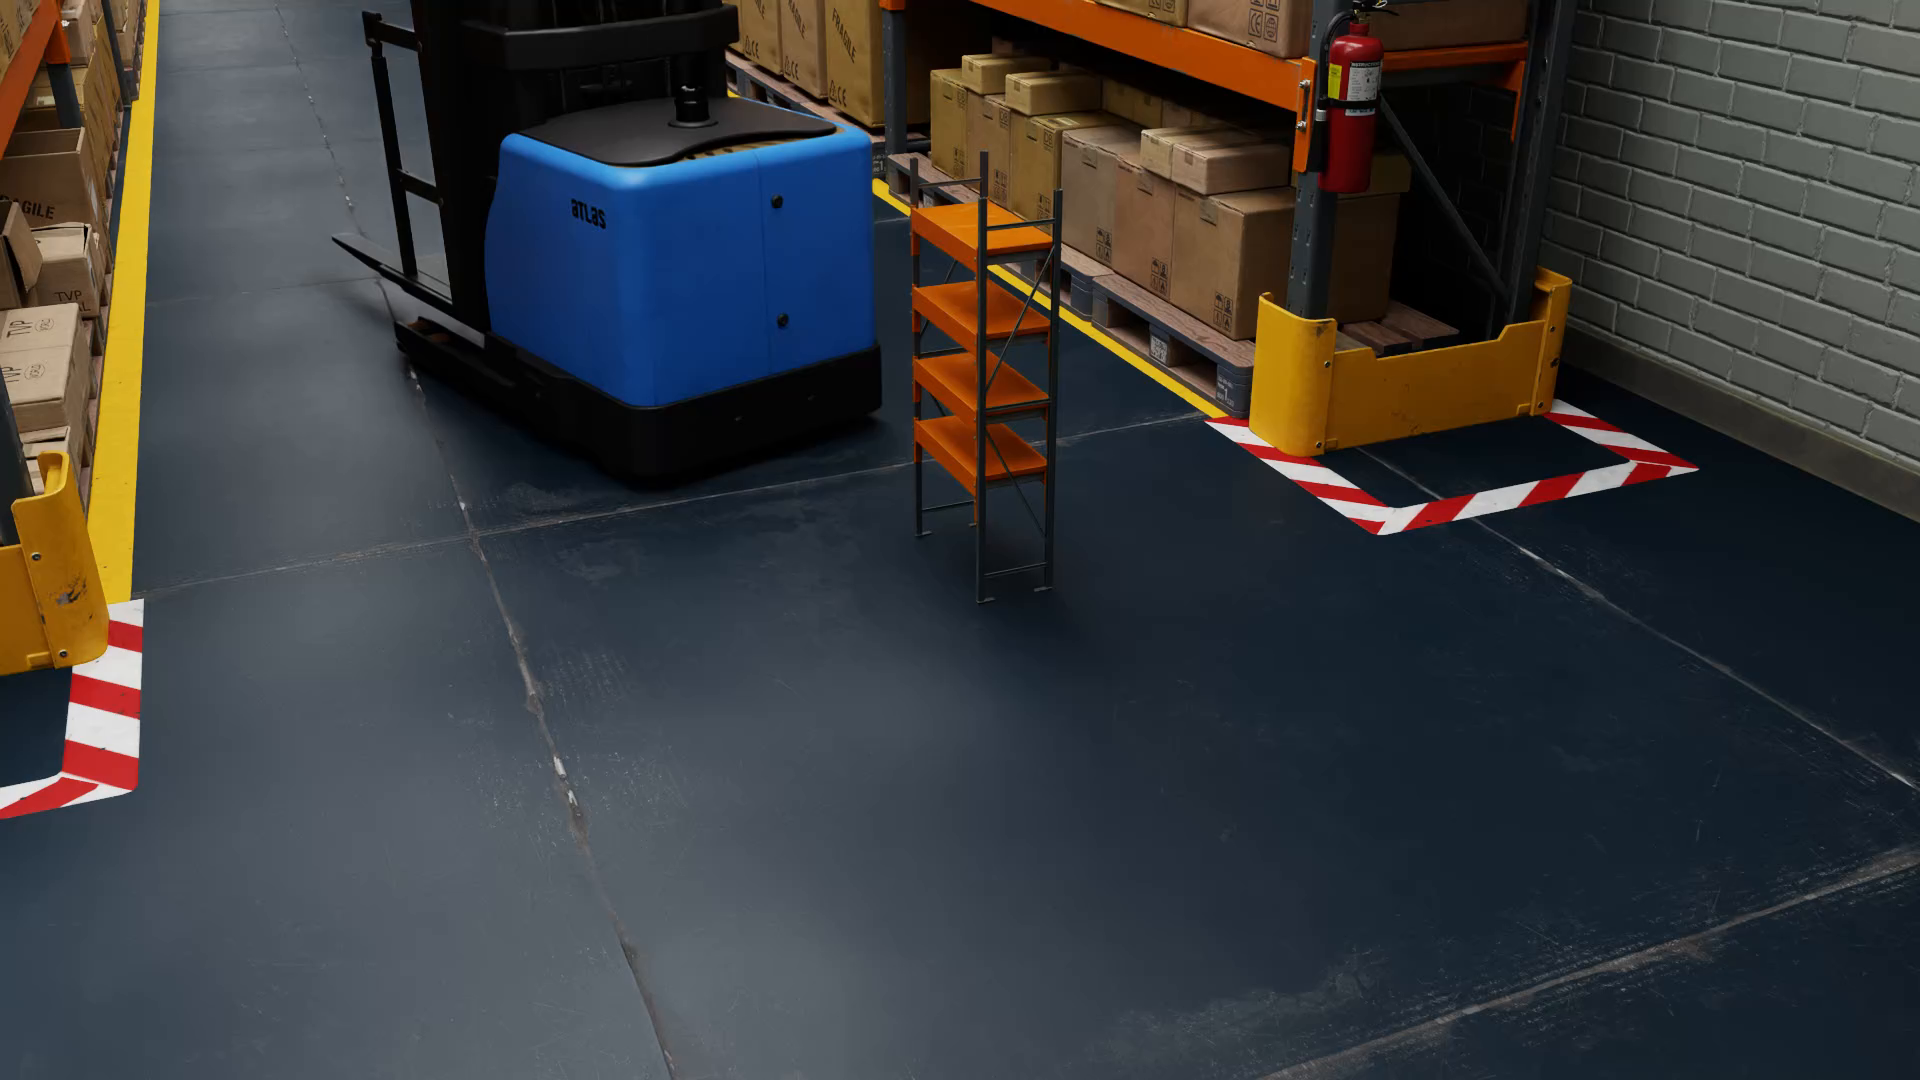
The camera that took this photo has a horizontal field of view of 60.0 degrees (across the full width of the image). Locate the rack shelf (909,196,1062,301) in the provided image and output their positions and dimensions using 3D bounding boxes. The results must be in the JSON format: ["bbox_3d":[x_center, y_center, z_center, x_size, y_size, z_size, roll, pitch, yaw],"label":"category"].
[{"bbox_3d":[0.065,-0.825,4.677,0.258,0.148,0.480,-11,28,-21],"label":"rack shelf"}]

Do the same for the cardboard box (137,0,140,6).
[{"bbox_3d":[-7.196,-4.636,13.982,0.500,0.250,0.500,-11,28,-21],"label":"cardboard box"}]

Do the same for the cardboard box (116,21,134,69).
[{"bbox_3d":[-5.993,-3.401,11.452,0.500,0.250,0.500,-11,28,-21],"label":"cardboard box"}]

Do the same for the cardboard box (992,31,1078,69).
[{"bbox_3d":[0.389,-2.554,8.693,0.380,0.149,0.250,-11,28,-21],"label":"cardboard box"}]

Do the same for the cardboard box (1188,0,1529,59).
[{"bbox_3d":[1.422,-2.148,5.888,0.980,0.700,0.700,-9,28,-18],"label":"cardboard box"}]

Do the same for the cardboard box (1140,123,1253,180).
[{"bbox_3d":[0.946,-1.555,6.647,0.380,0.149,0.250,-10,28,-19],"label":"cardboard box"}]

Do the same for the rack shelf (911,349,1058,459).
[{"bbox_3d":[0.065,-0.412,4.879,0.258,0.148,0.480,-11,28,-21],"label":"rack shelf"}]

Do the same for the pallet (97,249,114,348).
[{"bbox_3d":[-4.224,-1.040,7.141,1.003,0.211,1.213,-11,28,-21],"label":"pallet"}]

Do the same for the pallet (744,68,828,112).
[{"bbox_3d":[-0.788,-2.962,11.077,1.003,0.211,1.213,-11,28,-21],"label":"pallet"}]

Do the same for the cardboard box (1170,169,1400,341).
[{"bbox_3d":[1.265,-1.140,6.536,0.700,0.500,0.500,-11,28,-21],"label":"cardboard box"}]

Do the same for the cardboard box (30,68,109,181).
[{"bbox_3d":[-4.676,-2.096,8.472,0.500,0.500,0.500,-10,28,-20],"label":"cardboard box"}]

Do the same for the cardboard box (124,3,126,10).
[{"bbox_3d":[-6.207,-3.863,11.760,0.500,0.311,0.500,-11,28,-22],"label":"cardboard box"}]

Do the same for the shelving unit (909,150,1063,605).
[{"bbox_3d":[0.065,-0.472,4.850,0.258,1.200,0.503,-11,28,-21],"label":"shelving unit"}]

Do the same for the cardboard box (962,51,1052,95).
[{"bbox_3d":[0.229,-2.291,8.156,0.380,0.149,0.250,-10,28,-19],"label":"cardboard box"}]

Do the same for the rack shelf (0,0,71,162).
[{"bbox_3d":[-3.709,-1.440,5.601,1.077,0.370,4.000,-11,28,-21],"label":"rack shelf"}]

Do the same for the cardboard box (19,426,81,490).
[{"bbox_3d":[-2.871,-0.210,4.989,0.380,0.166,0.250,-11,28,-21],"label":"cardboard box"}]

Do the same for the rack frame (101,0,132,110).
[{"bbox_3d":[-6.058,-4.186,10.404,1.000,3.000,0.127,-11,28,-21],"label":"rack frame"}]

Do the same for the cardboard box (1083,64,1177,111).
[{"bbox_3d":[0.799,-2.133,7.831,0.380,0.149,0.250,-10,28,-20],"label":"cardboard box"}]

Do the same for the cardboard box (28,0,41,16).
[{"bbox_3d":[-3.857,-2.250,6.326,0.500,0.500,0.500,-10,28,-19],"label":"cardboard box"}]

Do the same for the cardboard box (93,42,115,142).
[{"bbox_3d":[-5.063,-2.503,9.306,0.500,0.500,0.500,-12,28,-23],"label":"cardboard box"}]

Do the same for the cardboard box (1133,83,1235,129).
[{"bbox_3d":[1.000,-1.927,7.408,0.380,0.149,0.250,-10,28,-20],"label":"cardboard box"}]

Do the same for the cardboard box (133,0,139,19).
[{"bbox_3d":[-6.799,-4.225,13.140,0.500,0.250,0.500,-10,28,-19],"label":"cardboard box"}]

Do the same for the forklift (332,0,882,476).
[{"bbox_3d":[-1.628,-2.099,6.209,1.130,2.935,3.031,-21,33,-36],"label":"forklift"}]

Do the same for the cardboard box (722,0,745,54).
[{"bbox_3d":[-1.335,-3.942,11.876,0.750,0.750,0.750,-11,28,-21],"label":"cardboard box"}]

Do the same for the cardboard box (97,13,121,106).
[{"bbox_3d":[-5.476,-2.923,10.166,0.500,0.500,0.500,-9,28,-19],"label":"cardboard box"}]

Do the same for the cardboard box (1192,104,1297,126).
[{"bbox_3d":[1.201,-1.721,6.986,0.380,0.149,0.250,-10,28,-20],"label":"cardboard box"}]

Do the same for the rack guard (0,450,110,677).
[{"bbox_3d":[-2.955,0.136,4.401,1.175,0.500,0.348,-11,28,-21],"label":"rack guard"}]

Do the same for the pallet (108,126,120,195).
[{"bbox_3d":[-5.327,-2.133,9.378,1.003,0.211,1.213,-11,28,-21],"label":"pallet"}]

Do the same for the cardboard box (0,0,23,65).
[{"bbox_3d":[-3.452,-1.838,5.482,0.500,0.500,0.500,-10,28,-20],"label":"cardboard box"}]

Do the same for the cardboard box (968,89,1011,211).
[{"bbox_3d":[0.457,-1.966,8.229,0.700,0.500,0.500,-11,28,-21],"label":"cardboard box"}]

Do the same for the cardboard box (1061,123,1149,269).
[{"bbox_3d":[0.871,-1.545,7.365,0.700,0.500,0.500,-12,28,-22],"label":"cardboard box"}]

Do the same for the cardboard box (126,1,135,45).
[{"bbox_3d":[-6.400,-3.812,12.295,0.500,0.250,0.500,-11,28,-22],"label":"cardboard box"}]

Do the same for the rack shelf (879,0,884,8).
[{"bbox_3d":[-0.719,-3.908,10.655,1.077,0.370,4.000,-11,28,-21],"label":"rack shelf"}]

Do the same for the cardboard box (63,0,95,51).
[{"bbox_3d":[-5.046,-2.826,9.112,0.500,0.250,0.500,-11,28,-22],"label":"cardboard box"}]

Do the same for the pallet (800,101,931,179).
[{"bbox_3d":[-0.307,-2.469,10.067,1.003,0.211,1.213,-11,28,-21],"label":"pallet"}]

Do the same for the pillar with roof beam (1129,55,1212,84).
[{"bbox_3d":[-2.826,-5.246,5.738,9.100,9.000,0.400,-11,28,-21],"label":"pillar with roof beam"}]

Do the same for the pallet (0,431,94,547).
[{"bbox_3d":[-3.268,-0.055,5.123,1.003,0.211,1.213,-11,28,-21],"label":"pallet"}]

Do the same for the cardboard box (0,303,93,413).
[{"bbox_3d":[-3.269,-0.590,5.673,0.500,0.250,0.500,-11,28,-21],"label":"cardboard box"}]

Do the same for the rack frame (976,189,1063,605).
[{"bbox_3d":[0.160,-0.374,4.648,0.240,1.200,0.015,-11,28,-21],"label":"rack frame"}]

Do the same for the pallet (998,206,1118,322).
[{"bbox_3d":[0.772,-1.357,7.789,1.003,0.211,1.213,-11,28,-21],"label":"pallet"}]

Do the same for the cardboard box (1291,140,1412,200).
[{"bbox_3d":[1.498,-1.415,6.361,0.380,0.149,0.250,-10,28,-20],"label":"cardboard box"}]

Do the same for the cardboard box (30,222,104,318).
[{"bbox_3d":[-3.714,-1.076,6.599,0.500,0.311,0.500,-11,28,-21],"label":"cardboard box"}]

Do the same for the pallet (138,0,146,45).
[{"bbox_3d":[-7.300,-4.257,13.728,1.003,0.211,1.213,-11,28,-21],"label":"pallet"}]

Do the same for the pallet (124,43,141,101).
[{"bbox_3d":[-6.345,-3.272,11.711,1.003,0.211,1.213,-11,28,-21],"label":"pallet"}]

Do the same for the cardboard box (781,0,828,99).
[{"bbox_3d":[-0.660,-3.245,10.448,0.750,0.750,0.750,-10,28,-19],"label":"cardboard box"}]

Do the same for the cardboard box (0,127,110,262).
[{"bbox_3d":[-4.008,-1.464,7.178,0.500,0.500,0.500,-11,28,-21],"label":"cardboard box"}]

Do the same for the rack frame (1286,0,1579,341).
[{"bbox_3d":[1.631,-1.809,5.536,1.000,3.000,0.127,-11,28,-21],"label":"rack frame"}]
